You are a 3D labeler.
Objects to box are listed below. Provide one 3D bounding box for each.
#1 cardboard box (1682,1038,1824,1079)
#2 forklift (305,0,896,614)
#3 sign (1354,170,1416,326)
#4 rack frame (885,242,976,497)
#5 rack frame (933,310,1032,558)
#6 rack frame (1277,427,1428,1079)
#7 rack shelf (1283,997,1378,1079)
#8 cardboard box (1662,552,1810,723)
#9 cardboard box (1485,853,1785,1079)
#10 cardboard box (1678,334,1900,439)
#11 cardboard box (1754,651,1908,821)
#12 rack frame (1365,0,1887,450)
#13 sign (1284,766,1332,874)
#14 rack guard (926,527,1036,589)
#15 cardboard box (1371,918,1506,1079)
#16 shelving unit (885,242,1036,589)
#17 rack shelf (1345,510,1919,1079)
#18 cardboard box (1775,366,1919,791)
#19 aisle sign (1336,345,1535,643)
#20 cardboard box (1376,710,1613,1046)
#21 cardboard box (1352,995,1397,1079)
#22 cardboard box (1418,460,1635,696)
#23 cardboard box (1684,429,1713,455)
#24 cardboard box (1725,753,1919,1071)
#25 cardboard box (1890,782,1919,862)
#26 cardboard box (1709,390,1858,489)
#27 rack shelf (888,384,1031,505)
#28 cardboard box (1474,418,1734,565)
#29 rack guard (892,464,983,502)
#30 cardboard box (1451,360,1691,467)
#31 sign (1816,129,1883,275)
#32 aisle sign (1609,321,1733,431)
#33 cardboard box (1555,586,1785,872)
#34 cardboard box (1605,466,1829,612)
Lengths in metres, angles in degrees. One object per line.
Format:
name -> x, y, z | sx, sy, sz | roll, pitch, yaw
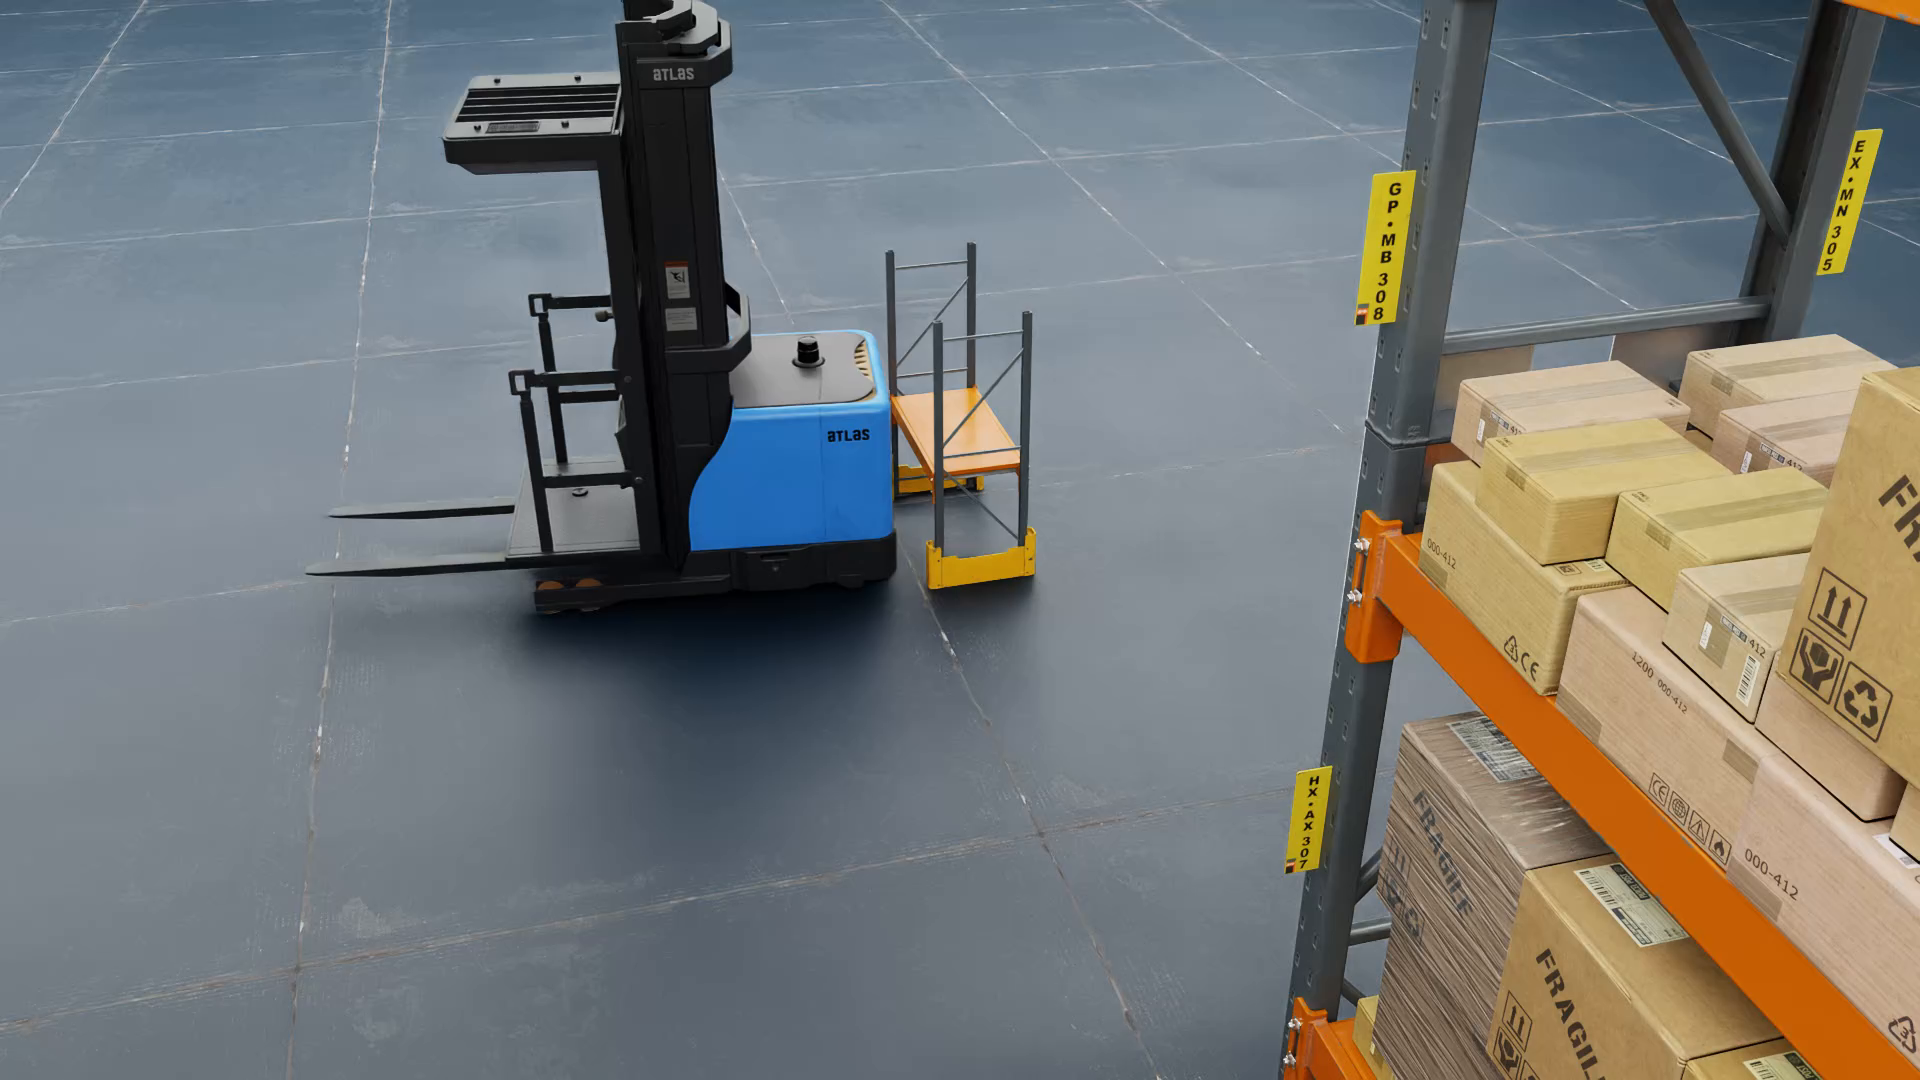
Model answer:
cardboard box -> 1.543, 1.188, 2.808 | 0.500, 0.500, 0.500 | -8, 31, -13
forklift -> -1.895, -1.168, 8.342 | 3.031, 2.935, 1.130 | -4, 30, -6
sign -> 0.877, -0.597, 3.420 | 0.100, 0.325, 0.005 | -8, 31, -13
rack frame -> -0.158, -0.936, 9.370 | 0.500, 1.500, 0.032 | -8, 31, -13
rack frame -> 0.112, -0.445, 8.521 | 0.500, 1.500, 0.032 | -8, 31, -13
rack frame -> 1.400, 1.007, 4.516 | 1.000, 3.000, 0.127 | -8, 31, -13
rack shelf -> 1.930, 2.285, 3.027 | 1.077, 0.370, 4.000 | -8, 31, -13
cardboard box -> 1.415, 0.150, 2.754 | 0.380, 0.149, 0.250 | -7, 31, -11
cardboard box -> 1.409, 0.947, 3.225 | 0.500, 0.500, 0.500 | -8, 31, -13
cardboard box -> 1.774, -0.306, 3.542 | 0.380, 0.149, 0.250 | -8, 31, -13
cardboard box -> 1.475, 0.268, 2.551 | 0.380, 0.149, 0.250 | -8, 31, -13
rack frame -> 1.400, -1.589, 3.013 | 1.000, 3.000, 0.127 | -8, 31, -13
sign -> 0.877, 0.705, 4.174 | 0.100, 0.325, 0.005 | -8, 31, -13
rack guard -> 0.112, 0.096, 8.835 | 0.587, 0.250, 0.087 | -8, 31, -13
cardboard box -> 1.519, 1.104, 3.951 | 0.875, 0.500, 0.500 | -8, 31, -13
shelving unit -> -0.020, -0.686, 8.938 | 0.587, 1.500, 1.083 | -8, 31, -13
rack shelf -> 1.930, 0.986, 2.275 | 1.077, 0.370, 4.000 | -8, 31, -13
cardboard box -> 1.533, 0.074, 2.239 | 0.500, 0.500, 0.500 | -8, 31, -13
aisle sign -> 1.094, -0.108, 3.847 | 0.394, 0.787, 0.004 | -8, 31, -13
cardboard box -> 1.283, 0.704, 3.644 | 0.500, 0.500, 0.500 | -8, 31, -13
cardboard box -> 1.245, 1.285, 4.286 | 0.380, 0.149, 0.250 | -8, 31, -13
cardboard box -> 1.278, 0.041, 3.340 | 0.500, 0.250, 0.500 | -7, 31, -12
cardboard box -> 1.773, -0.027, 3.458 | 0.500, 0.250, 0.500 | -7, 31, -12
cardboard box -> 1.549, 0.529, 2.497 | 0.500, 0.250, 0.500 | -8, 31, -13
cardboard box -> 1.562, 0.398, 2.326 | 0.380, 0.149, 0.250 | -9, 31, -16
cardboard box -> 1.730, -0.165, 3.298 | 0.380, 0.149, 0.250 | -9, 31, -15
rack shelf -> -0.023, -0.535, 9.036 | 0.538, 0.185, 1.000 | -8, 31, -13
cardboard box -> 1.225, -0.097, 3.180 | 0.380, 0.149, 0.250 | -7, 31, -12
rack guard -> -0.152, -0.386, 9.667 | 0.587, 0.250, 0.087 | -8, 31, -13
cardboard box -> 1.250, -0.235, 3.419 | 0.380, 0.149, 0.250 | -8, 31, -14
sign -> 1.940, -0.738, 3.653 | 0.100, 0.325, 0.005 | -8, 31, -13
aisle sign -> 1.672, -0.188, 3.985 | 0.394, 0.787, 0.004 | -8, 31, -13
cardboard box -> 1.421, 0.289, 2.911 | 0.500, 0.250, 0.500 | -9, 31, -14
cardboard box -> 1.411, 0.009, 2.998 | 0.380, 0.149, 0.250 | -8, 31, -14
